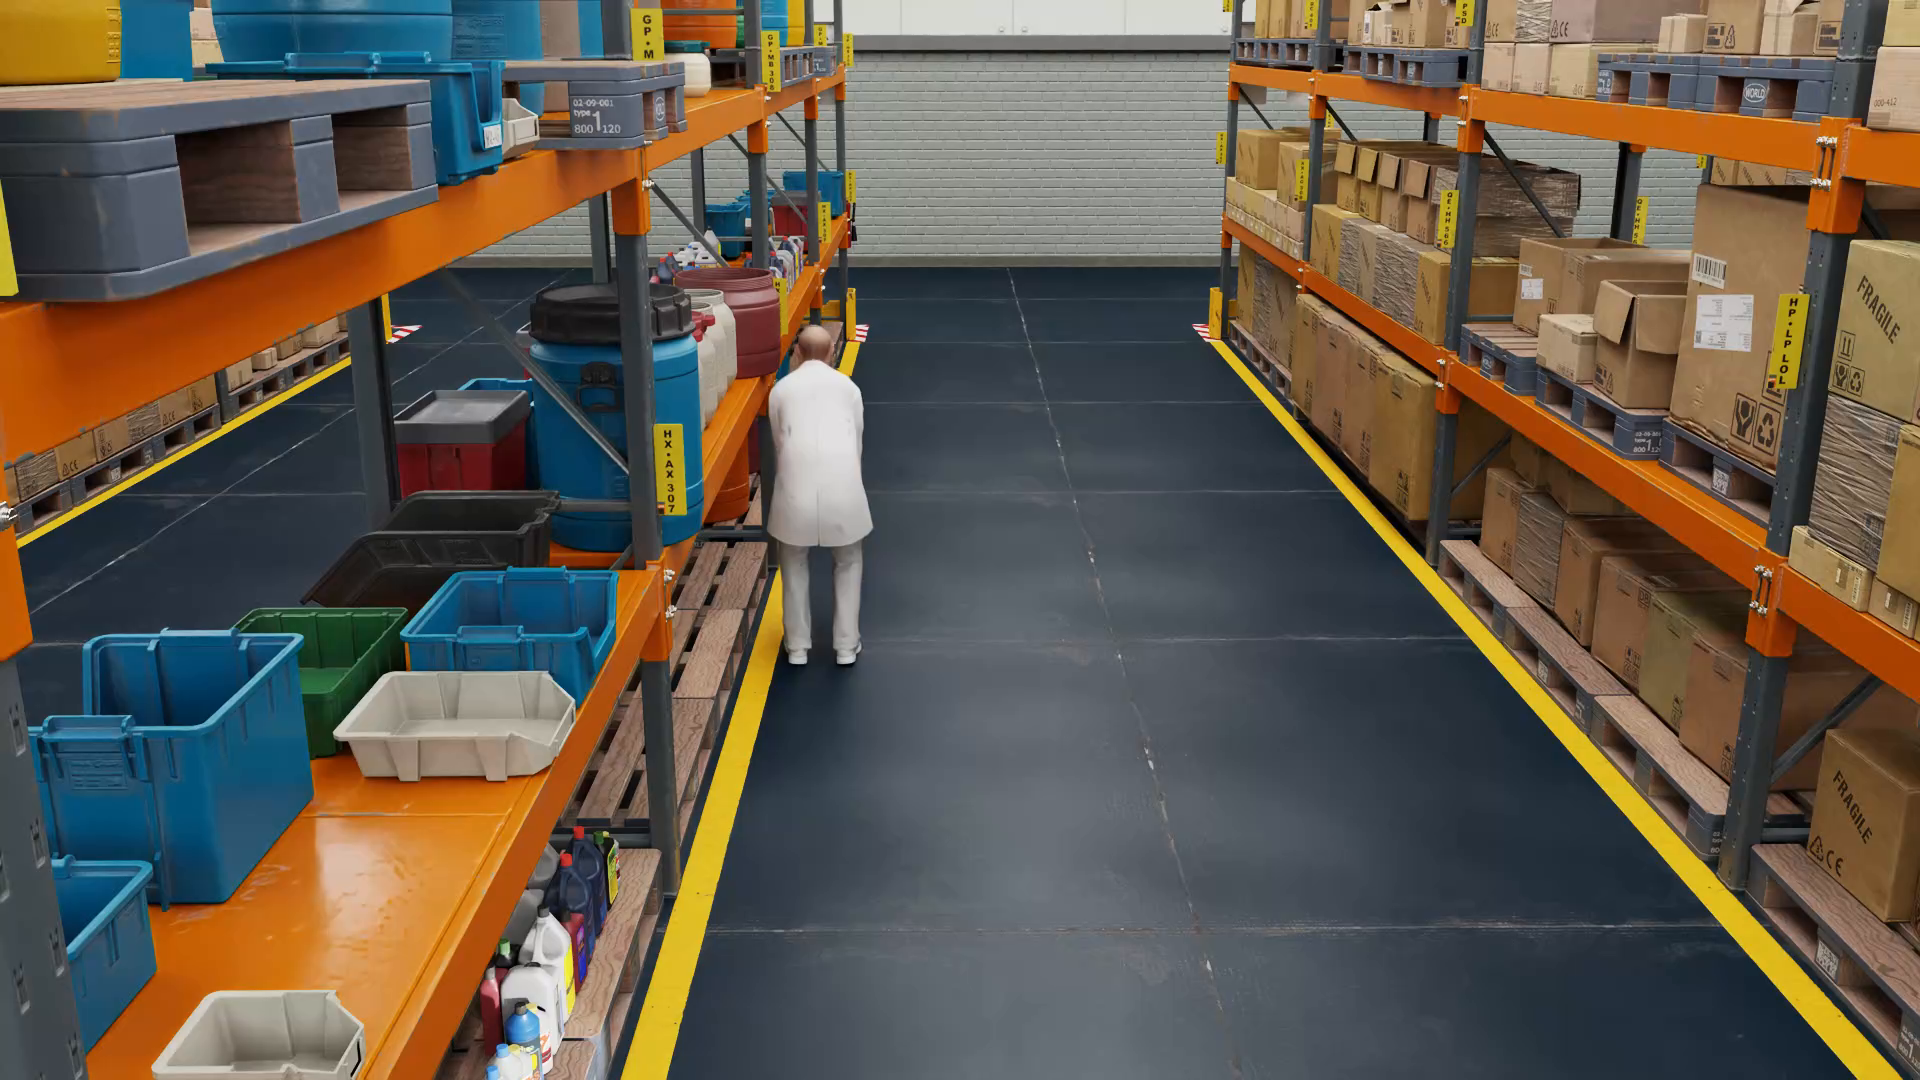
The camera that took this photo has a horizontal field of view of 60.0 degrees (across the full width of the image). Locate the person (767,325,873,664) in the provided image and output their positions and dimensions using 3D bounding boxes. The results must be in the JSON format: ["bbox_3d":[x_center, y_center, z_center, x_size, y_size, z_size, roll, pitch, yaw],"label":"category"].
[{"bbox_3d":[-0.715,-0.230,8.508,0.540,1.679,0.631,-1,17,-2],"label":"person"}]
